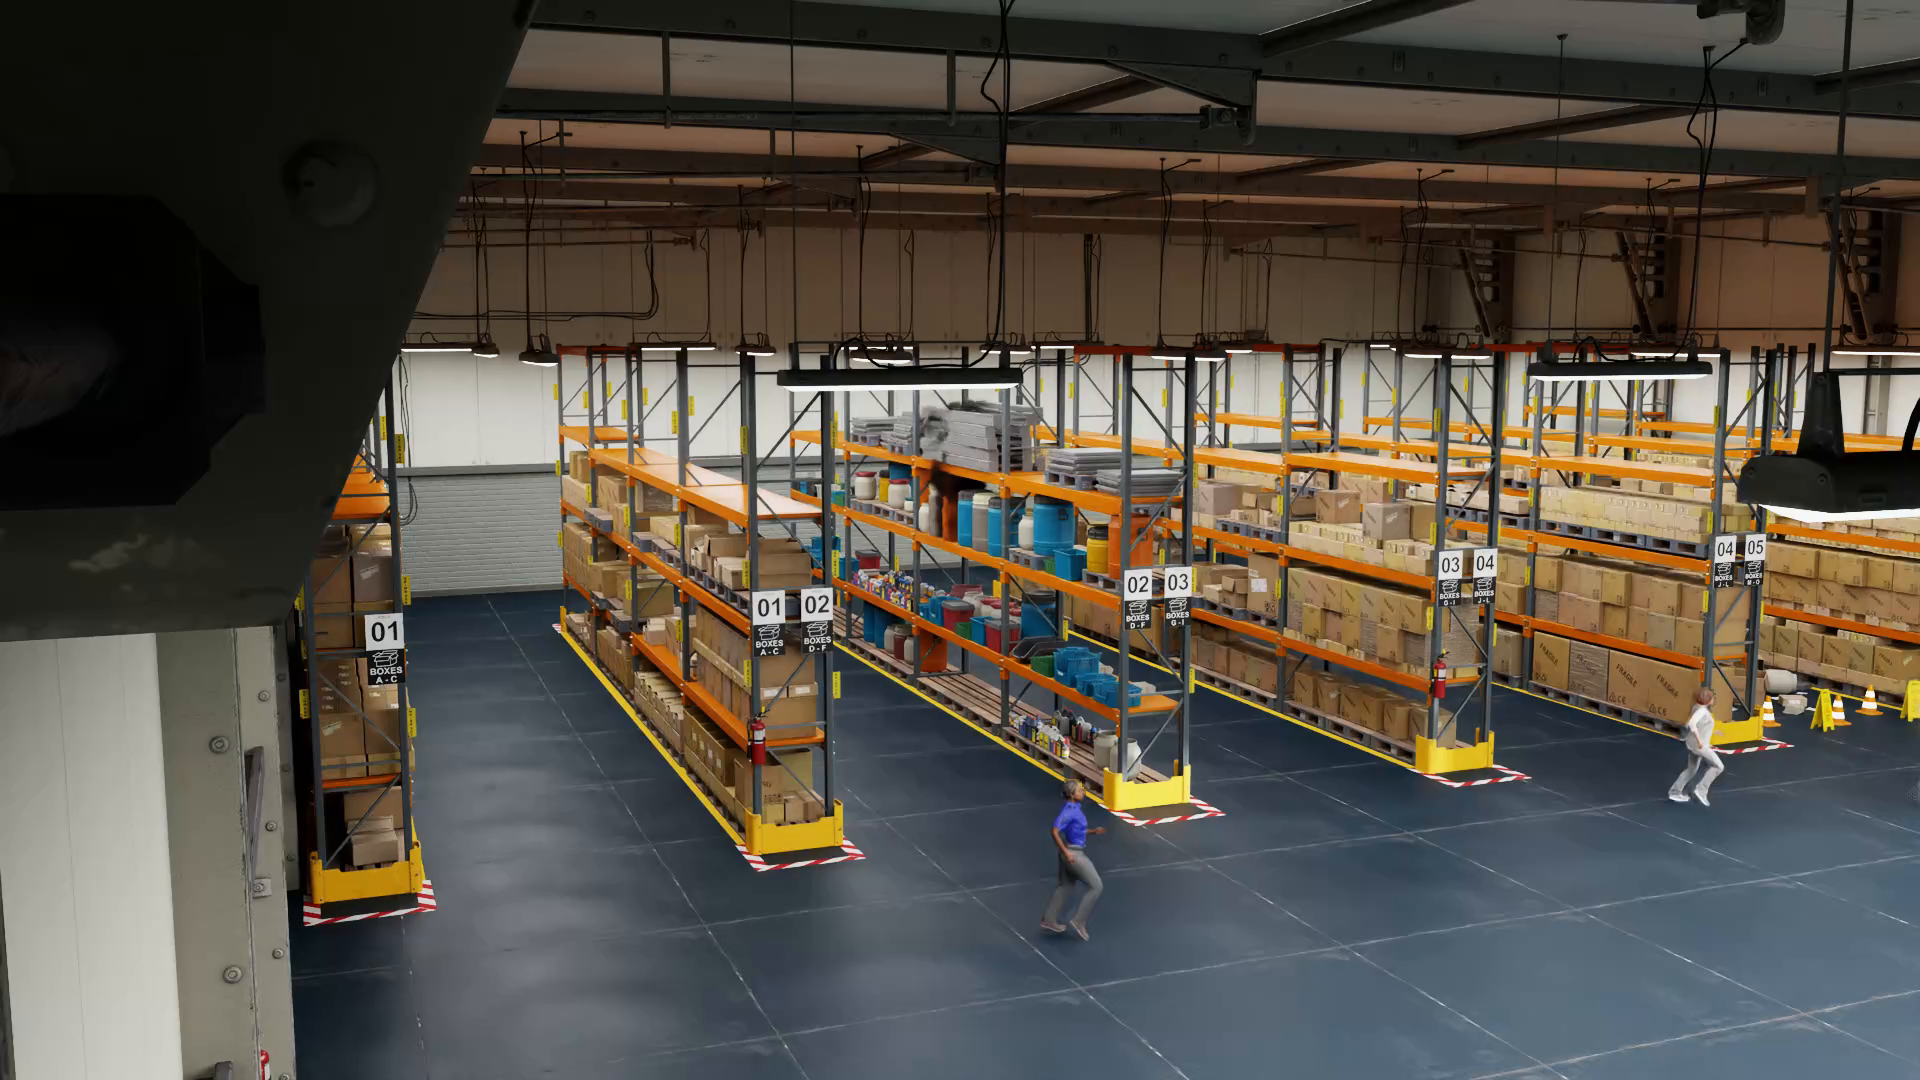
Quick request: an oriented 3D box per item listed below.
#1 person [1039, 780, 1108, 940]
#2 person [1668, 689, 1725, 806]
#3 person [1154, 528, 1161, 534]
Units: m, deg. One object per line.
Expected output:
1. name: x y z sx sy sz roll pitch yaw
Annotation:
1. person: 1.195 3.330 17.310 0.702 1.690 0.542 -1 7 -5
2. person: 9.817 2.758 22.088 0.671 1.560 0.564 1 7 10
3. person: 4.572 0.537 39.165 0.711 1.654 0.536 1 7 5
